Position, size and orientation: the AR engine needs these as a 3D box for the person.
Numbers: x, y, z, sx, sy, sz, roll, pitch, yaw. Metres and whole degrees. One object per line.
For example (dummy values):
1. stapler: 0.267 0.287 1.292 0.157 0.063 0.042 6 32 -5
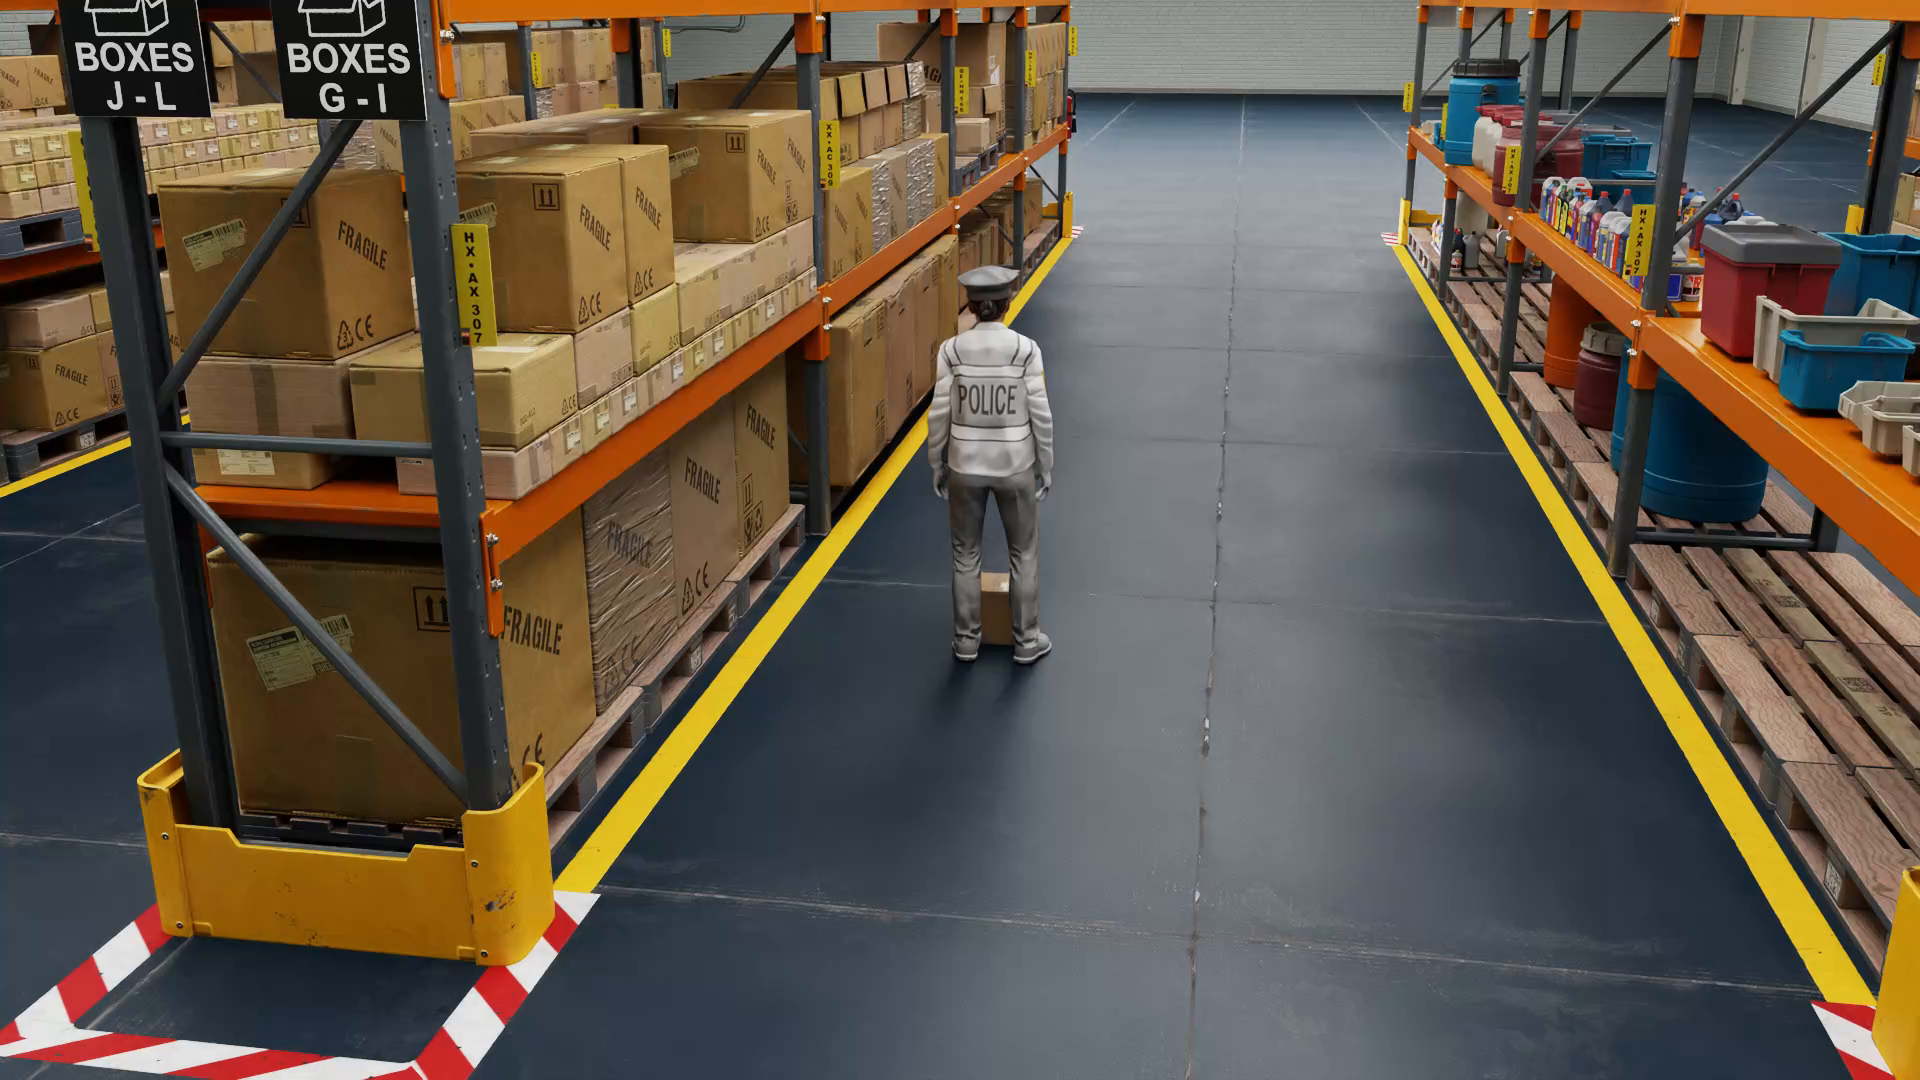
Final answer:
1. person: 0.130 -0.291 6.945 0.521 1.662 0.373 2 18 7
